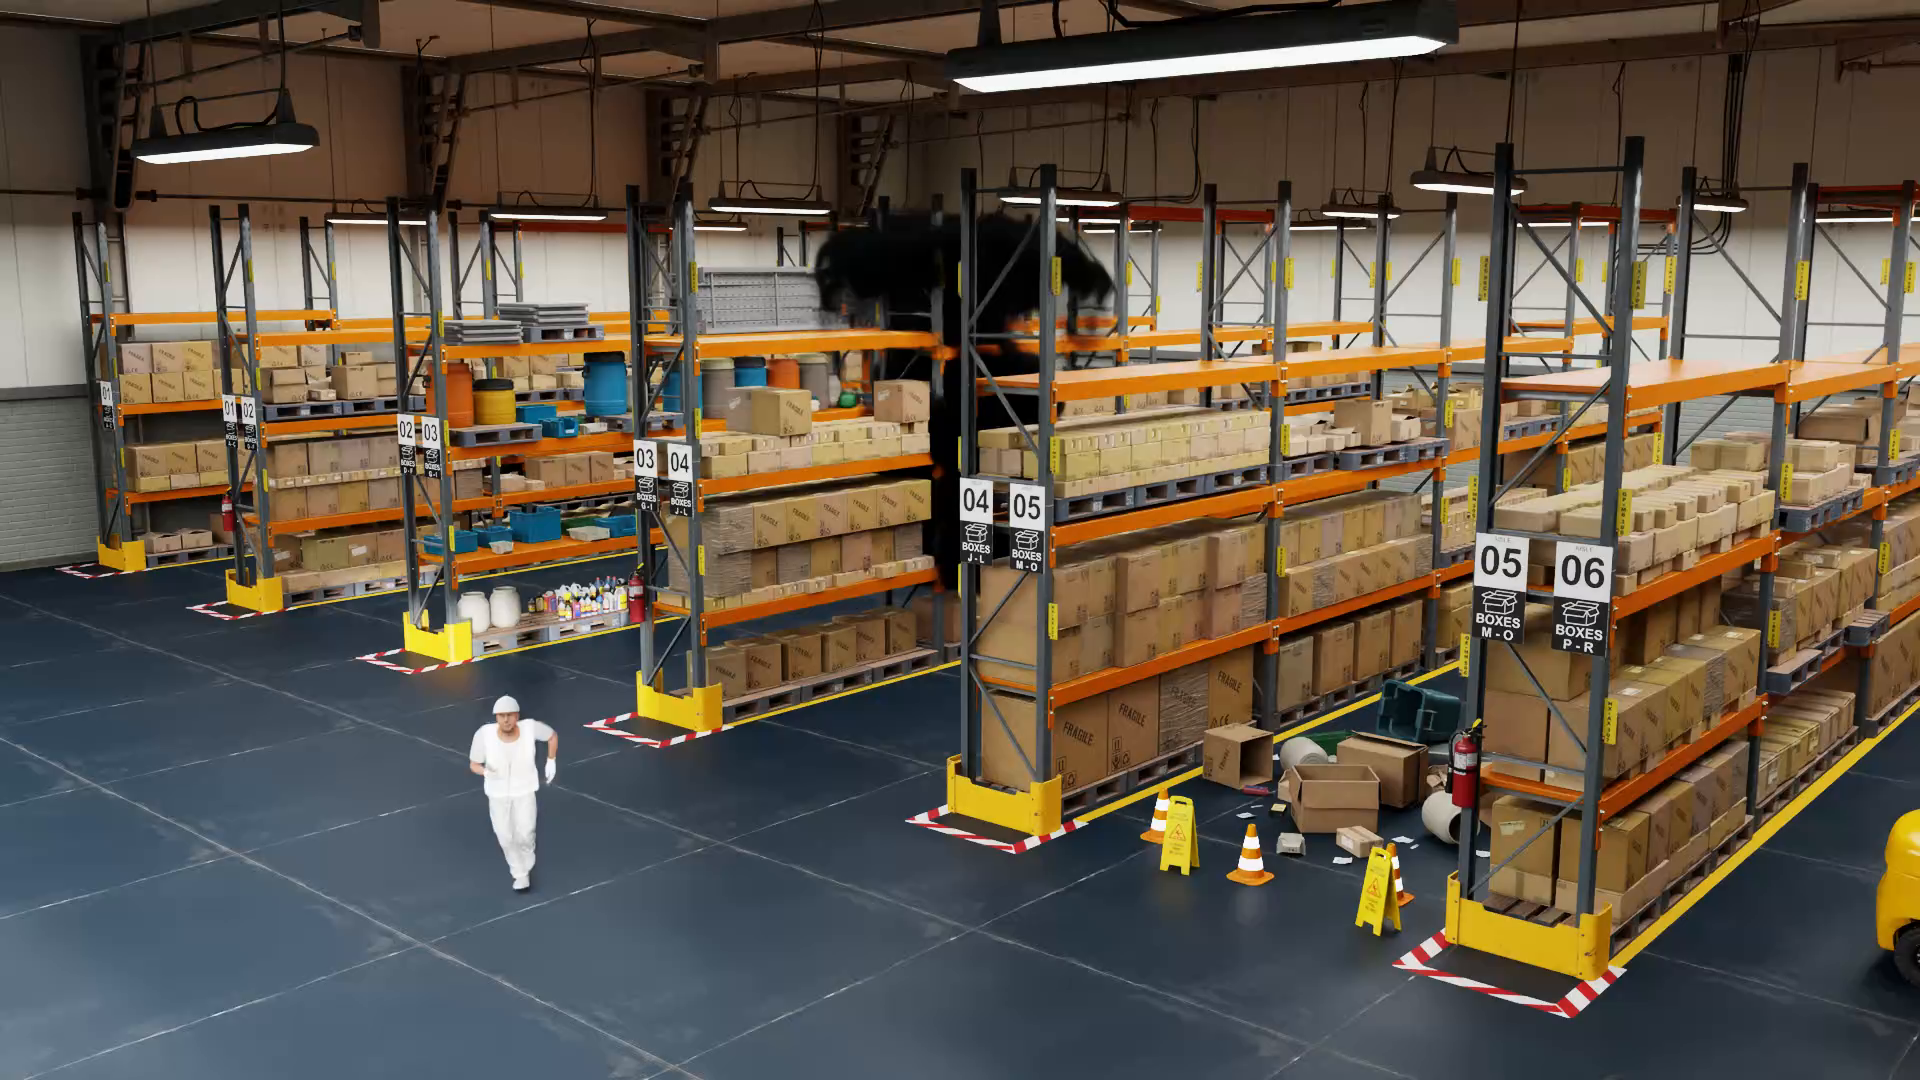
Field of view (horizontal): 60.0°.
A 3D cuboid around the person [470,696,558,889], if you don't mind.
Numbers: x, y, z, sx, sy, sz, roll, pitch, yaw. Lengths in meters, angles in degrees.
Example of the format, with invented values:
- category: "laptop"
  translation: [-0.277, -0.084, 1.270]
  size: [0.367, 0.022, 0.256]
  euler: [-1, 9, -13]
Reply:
- category: "person"
  translation: [-3.634, 2.083, 13.558]
  size: [0.667, 1.707, 0.742]
  euler: [-1, 10, -7]
